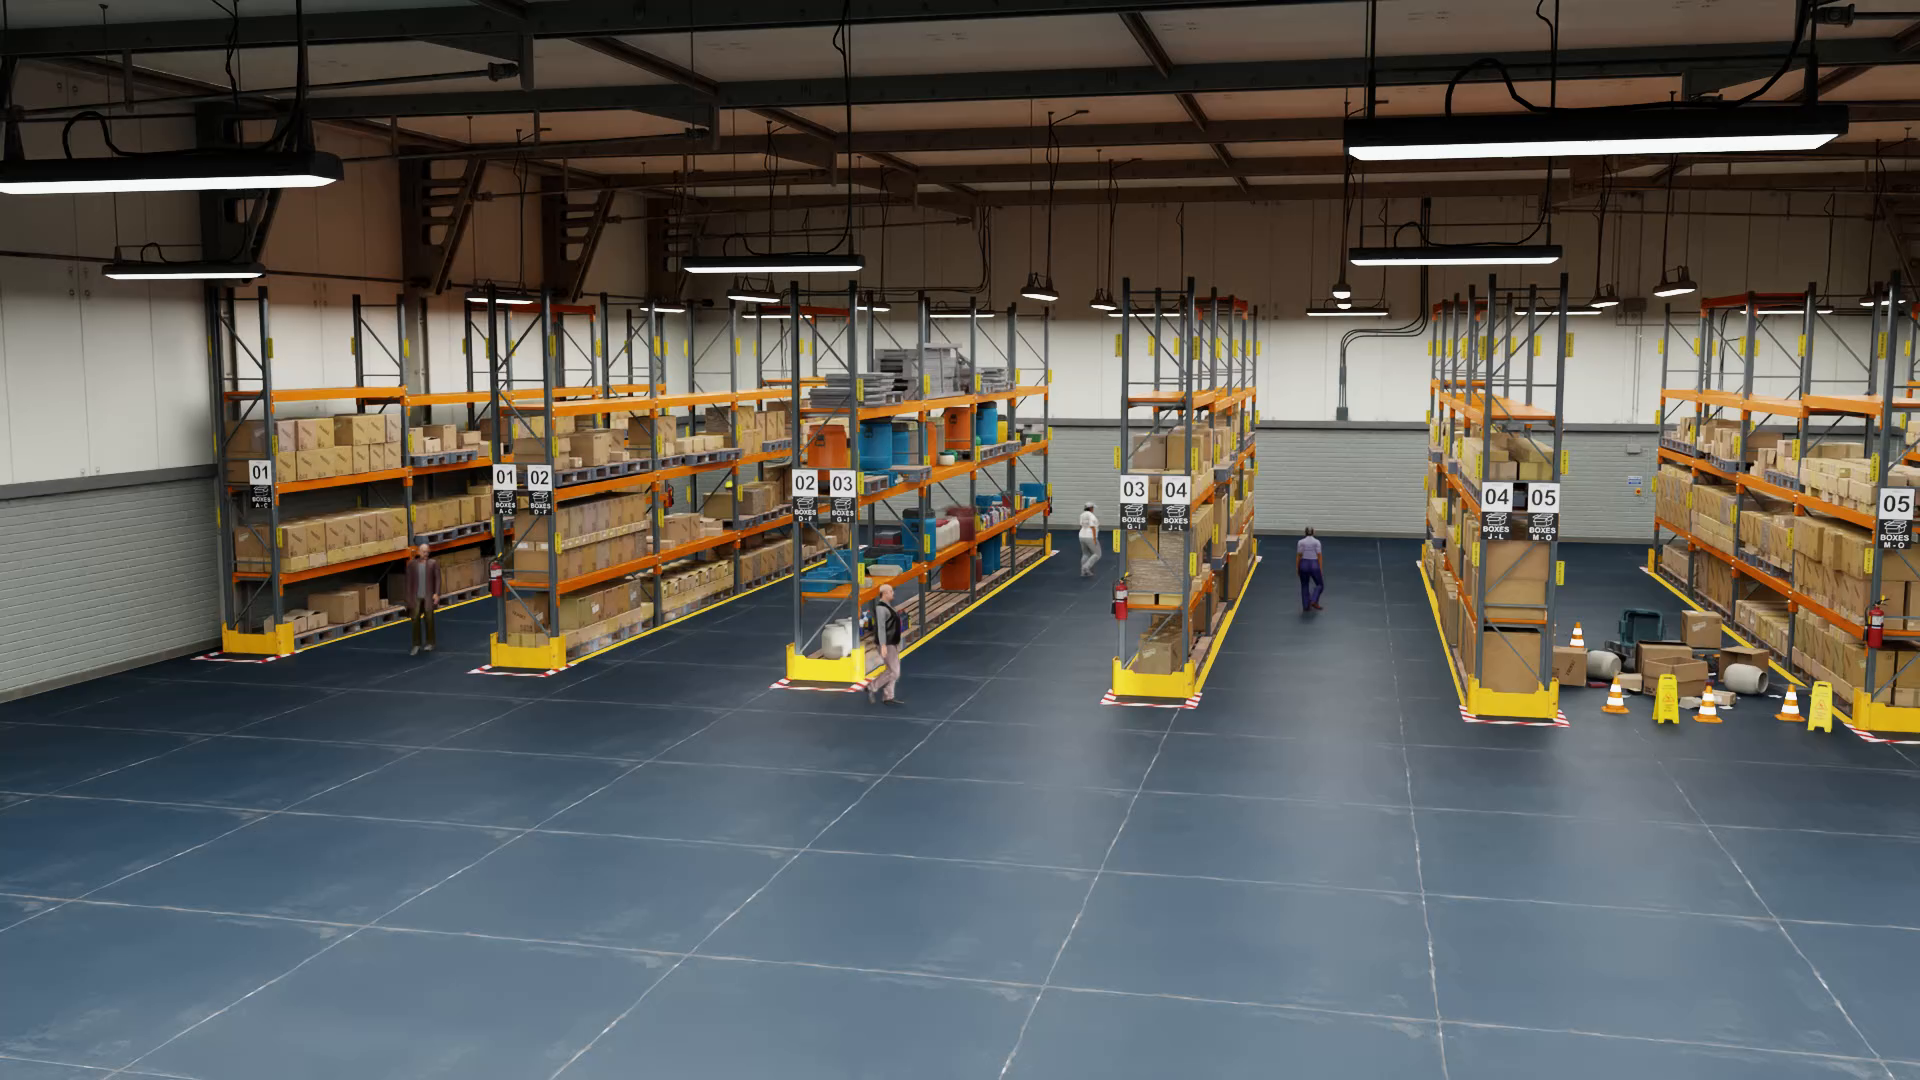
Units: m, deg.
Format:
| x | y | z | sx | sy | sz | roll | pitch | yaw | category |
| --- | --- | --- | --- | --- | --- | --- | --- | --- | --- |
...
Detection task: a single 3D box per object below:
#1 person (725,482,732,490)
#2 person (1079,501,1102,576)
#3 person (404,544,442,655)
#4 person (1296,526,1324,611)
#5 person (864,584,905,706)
| x | y | z | sx | sy | sz | roll | pitch | yaw | category |
| --- | --- | --- | --- | --- | --- | --- | --- | --- | --- |
| -5.726 | -0.584 | 41.050 | 0.650 | 1.698 | 1.092 | 1 | 7 | 8 | person |
| 2.807 | -0.014 | 36.457 | 0.468 | 1.665 | 0.513 | -4 | 8 | -31 | person |
| -8.877 | 1.003 | 27.480 | 0.614 | 1.851 | 0.597 | -2 | 7 | -14 | person |
| 6.678 | 0.553 | 31.719 | 0.541 | 1.646 | 0.513 | 2 | 7 | 20 | person |
| -1.054 | 1.468 | 23.240 | 0.553 | 1.713 | 0.552 | 1 | 7 | 6 | person |
